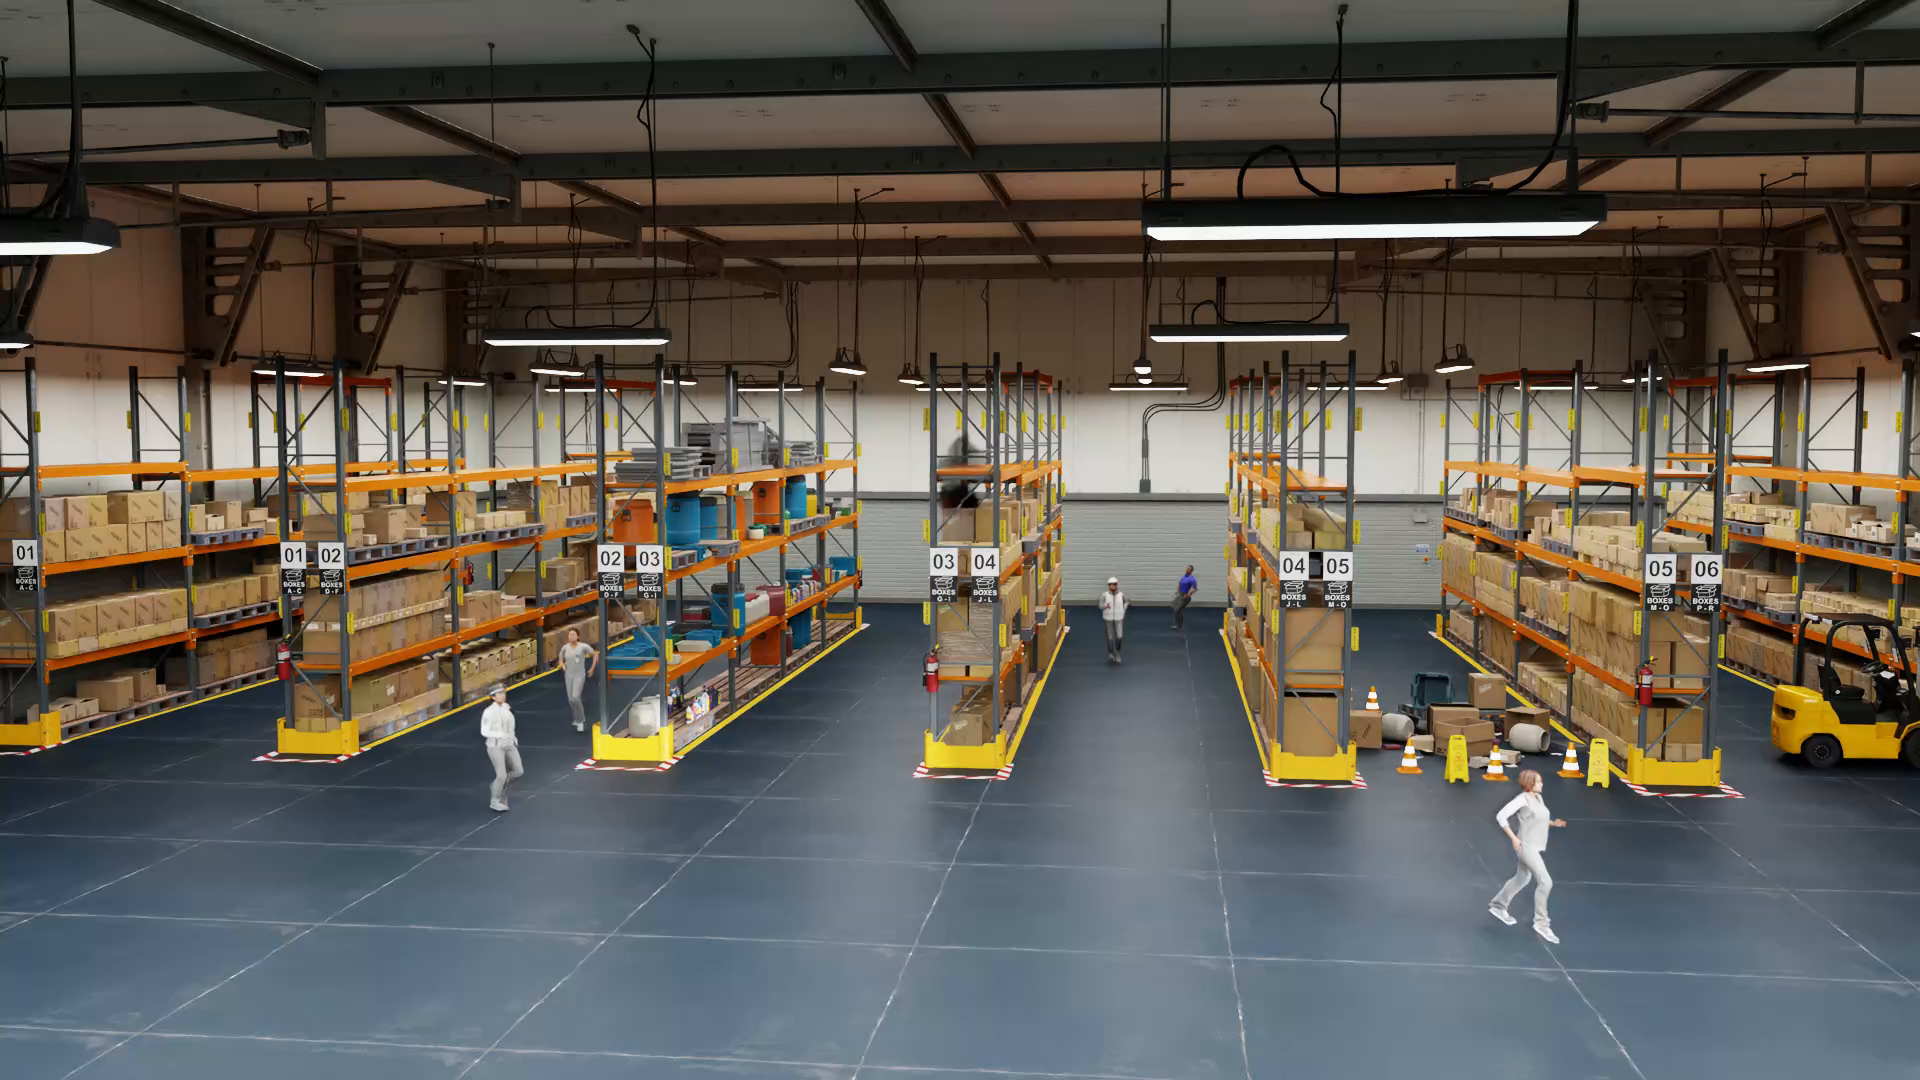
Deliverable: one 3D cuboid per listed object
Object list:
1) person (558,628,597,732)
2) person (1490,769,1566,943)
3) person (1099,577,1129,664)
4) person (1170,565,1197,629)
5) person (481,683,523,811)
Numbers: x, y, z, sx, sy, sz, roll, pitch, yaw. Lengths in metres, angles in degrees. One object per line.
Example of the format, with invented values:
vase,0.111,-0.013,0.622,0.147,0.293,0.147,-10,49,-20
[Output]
person,-6.233,2.274,27.002,0.576,1.714,0.705,1,4,10
person,5.526,3.049,16.210,0.737,1.643,0.510,3,5,35
person,3.205,1.678,34.632,0.641,1.800,0.689,0,4,3
person,5.358,1.423,40.054,0.486,1.486,0.663,-2,4,-26
person,-5.848,2.655,21.381,0.542,1.654,0.603,3,5,32
